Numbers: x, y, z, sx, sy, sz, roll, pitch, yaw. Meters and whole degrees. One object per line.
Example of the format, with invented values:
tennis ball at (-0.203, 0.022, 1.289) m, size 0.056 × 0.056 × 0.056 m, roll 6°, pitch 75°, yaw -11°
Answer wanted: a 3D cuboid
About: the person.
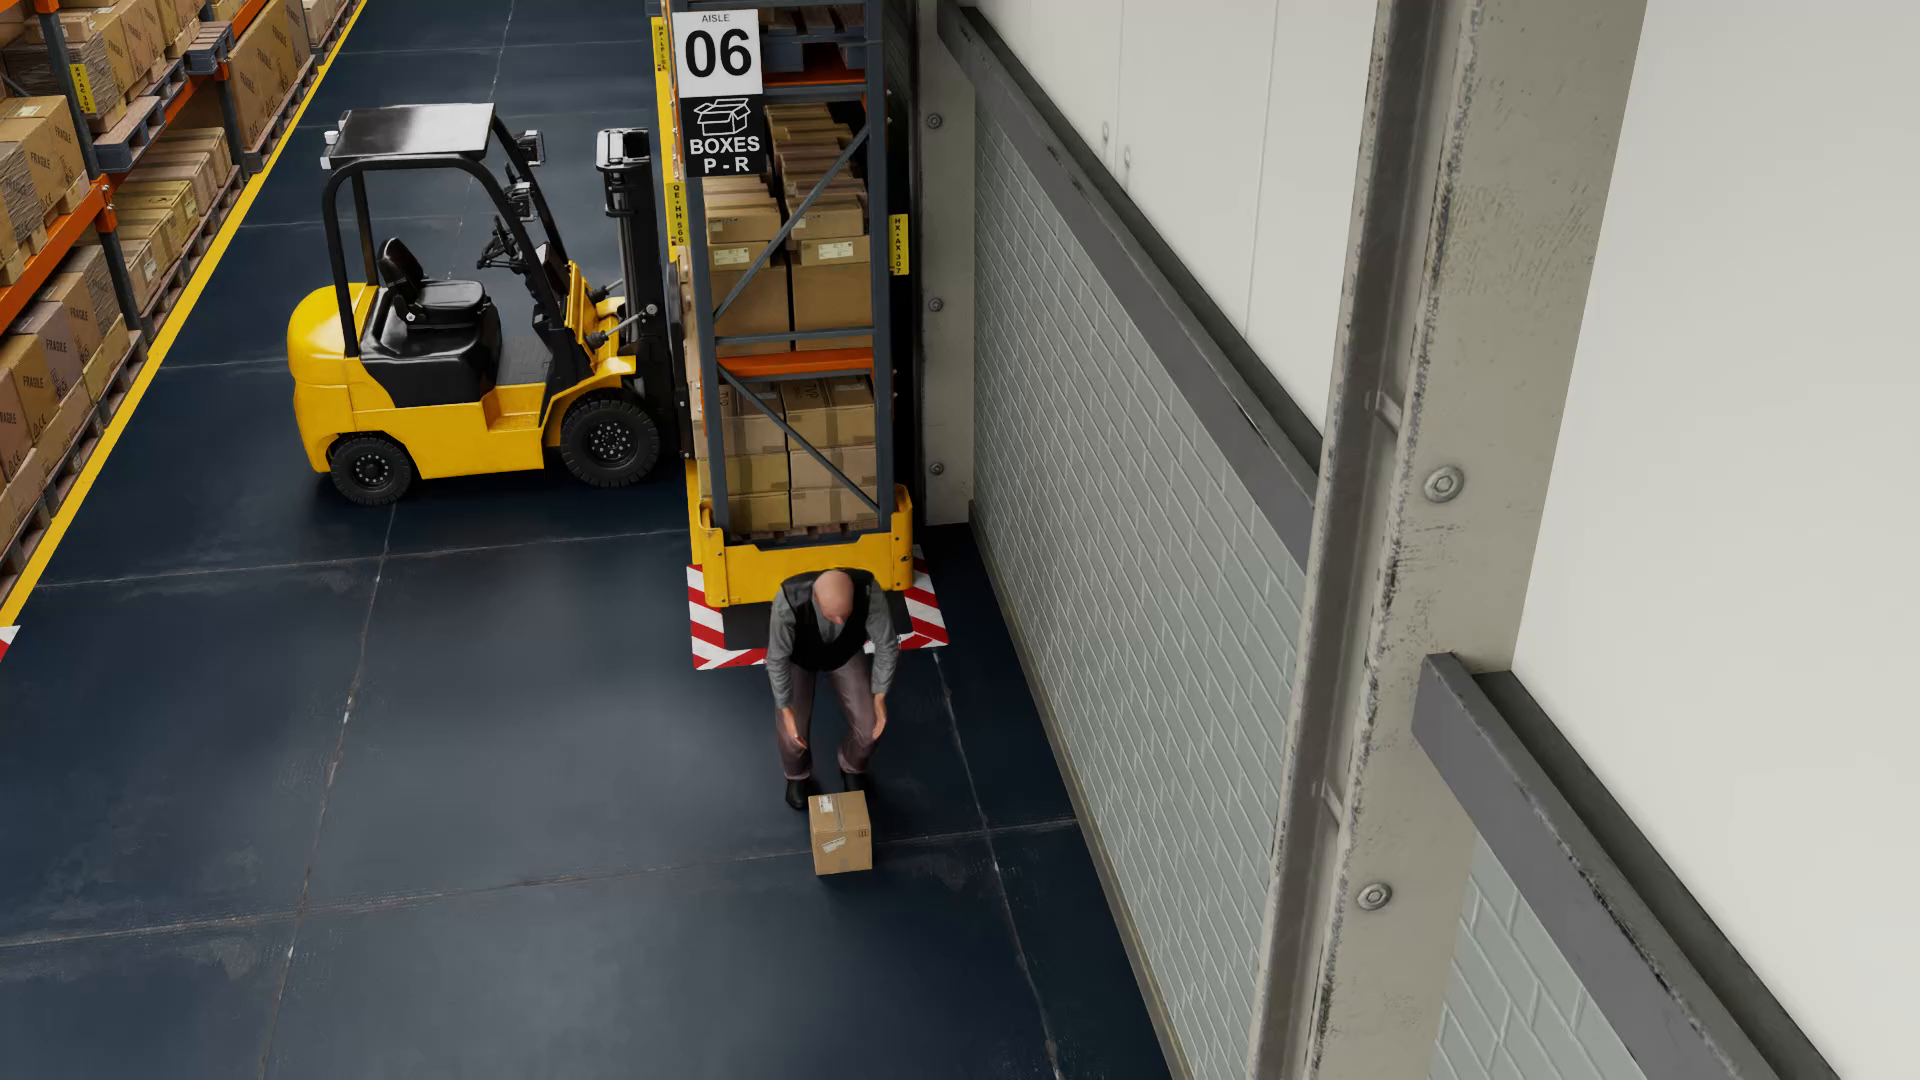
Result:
person at (-0.579, 0.599, 7.491) m, size 0.591 × 1.375 × 0.727 m, roll -5°, pitch 31°, yaw -9°
